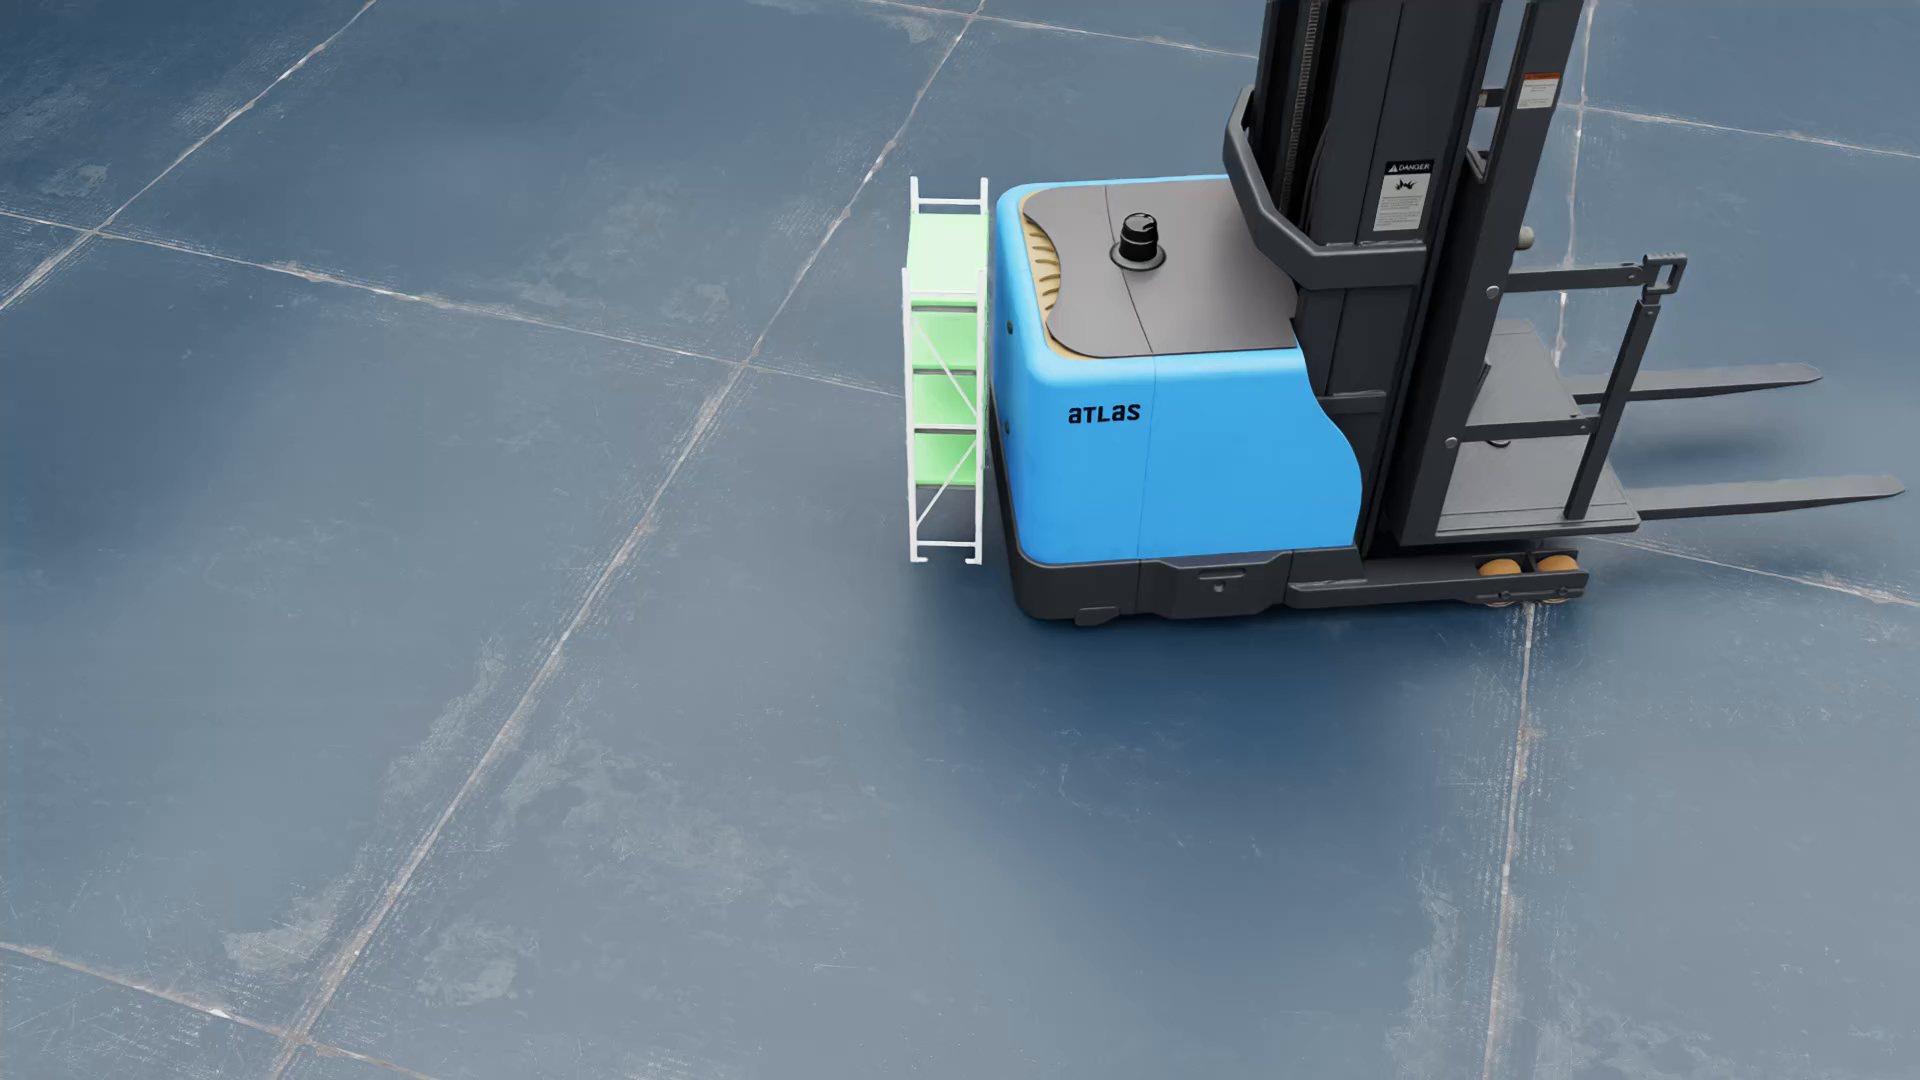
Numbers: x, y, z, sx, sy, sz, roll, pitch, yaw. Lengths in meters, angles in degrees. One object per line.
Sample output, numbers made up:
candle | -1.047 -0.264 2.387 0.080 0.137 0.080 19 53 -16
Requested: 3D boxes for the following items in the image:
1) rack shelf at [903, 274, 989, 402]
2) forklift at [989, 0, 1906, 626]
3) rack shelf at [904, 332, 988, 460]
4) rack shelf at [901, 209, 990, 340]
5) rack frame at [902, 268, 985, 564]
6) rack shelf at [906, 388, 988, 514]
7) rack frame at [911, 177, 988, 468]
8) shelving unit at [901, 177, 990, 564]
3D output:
rack shelf | -0.040 -0.653 5.307 0.258 0.148 0.480 1 44 1
forklift | 1.651 -1.192 4.873 3.031 2.935 1.130 -4 44 -4
rack shelf | -0.040 -0.481 5.475 0.258 0.148 0.480 1 44 1
rack shelf | -0.040 -0.824 5.140 0.258 0.148 0.480 1 44 1
rack frame | -0.048 -0.356 5.256 0.240 1.200 0.015 1 44 1
rack shelf | -0.040 -0.310 5.643 0.258 0.148 0.480 1 44 1
rack frame | -0.033 -0.698 5.605 0.240 1.200 0.015 1 44 1
shelving unit | -0.040 -0.527 5.431 0.258 1.200 0.503 1 44 1
